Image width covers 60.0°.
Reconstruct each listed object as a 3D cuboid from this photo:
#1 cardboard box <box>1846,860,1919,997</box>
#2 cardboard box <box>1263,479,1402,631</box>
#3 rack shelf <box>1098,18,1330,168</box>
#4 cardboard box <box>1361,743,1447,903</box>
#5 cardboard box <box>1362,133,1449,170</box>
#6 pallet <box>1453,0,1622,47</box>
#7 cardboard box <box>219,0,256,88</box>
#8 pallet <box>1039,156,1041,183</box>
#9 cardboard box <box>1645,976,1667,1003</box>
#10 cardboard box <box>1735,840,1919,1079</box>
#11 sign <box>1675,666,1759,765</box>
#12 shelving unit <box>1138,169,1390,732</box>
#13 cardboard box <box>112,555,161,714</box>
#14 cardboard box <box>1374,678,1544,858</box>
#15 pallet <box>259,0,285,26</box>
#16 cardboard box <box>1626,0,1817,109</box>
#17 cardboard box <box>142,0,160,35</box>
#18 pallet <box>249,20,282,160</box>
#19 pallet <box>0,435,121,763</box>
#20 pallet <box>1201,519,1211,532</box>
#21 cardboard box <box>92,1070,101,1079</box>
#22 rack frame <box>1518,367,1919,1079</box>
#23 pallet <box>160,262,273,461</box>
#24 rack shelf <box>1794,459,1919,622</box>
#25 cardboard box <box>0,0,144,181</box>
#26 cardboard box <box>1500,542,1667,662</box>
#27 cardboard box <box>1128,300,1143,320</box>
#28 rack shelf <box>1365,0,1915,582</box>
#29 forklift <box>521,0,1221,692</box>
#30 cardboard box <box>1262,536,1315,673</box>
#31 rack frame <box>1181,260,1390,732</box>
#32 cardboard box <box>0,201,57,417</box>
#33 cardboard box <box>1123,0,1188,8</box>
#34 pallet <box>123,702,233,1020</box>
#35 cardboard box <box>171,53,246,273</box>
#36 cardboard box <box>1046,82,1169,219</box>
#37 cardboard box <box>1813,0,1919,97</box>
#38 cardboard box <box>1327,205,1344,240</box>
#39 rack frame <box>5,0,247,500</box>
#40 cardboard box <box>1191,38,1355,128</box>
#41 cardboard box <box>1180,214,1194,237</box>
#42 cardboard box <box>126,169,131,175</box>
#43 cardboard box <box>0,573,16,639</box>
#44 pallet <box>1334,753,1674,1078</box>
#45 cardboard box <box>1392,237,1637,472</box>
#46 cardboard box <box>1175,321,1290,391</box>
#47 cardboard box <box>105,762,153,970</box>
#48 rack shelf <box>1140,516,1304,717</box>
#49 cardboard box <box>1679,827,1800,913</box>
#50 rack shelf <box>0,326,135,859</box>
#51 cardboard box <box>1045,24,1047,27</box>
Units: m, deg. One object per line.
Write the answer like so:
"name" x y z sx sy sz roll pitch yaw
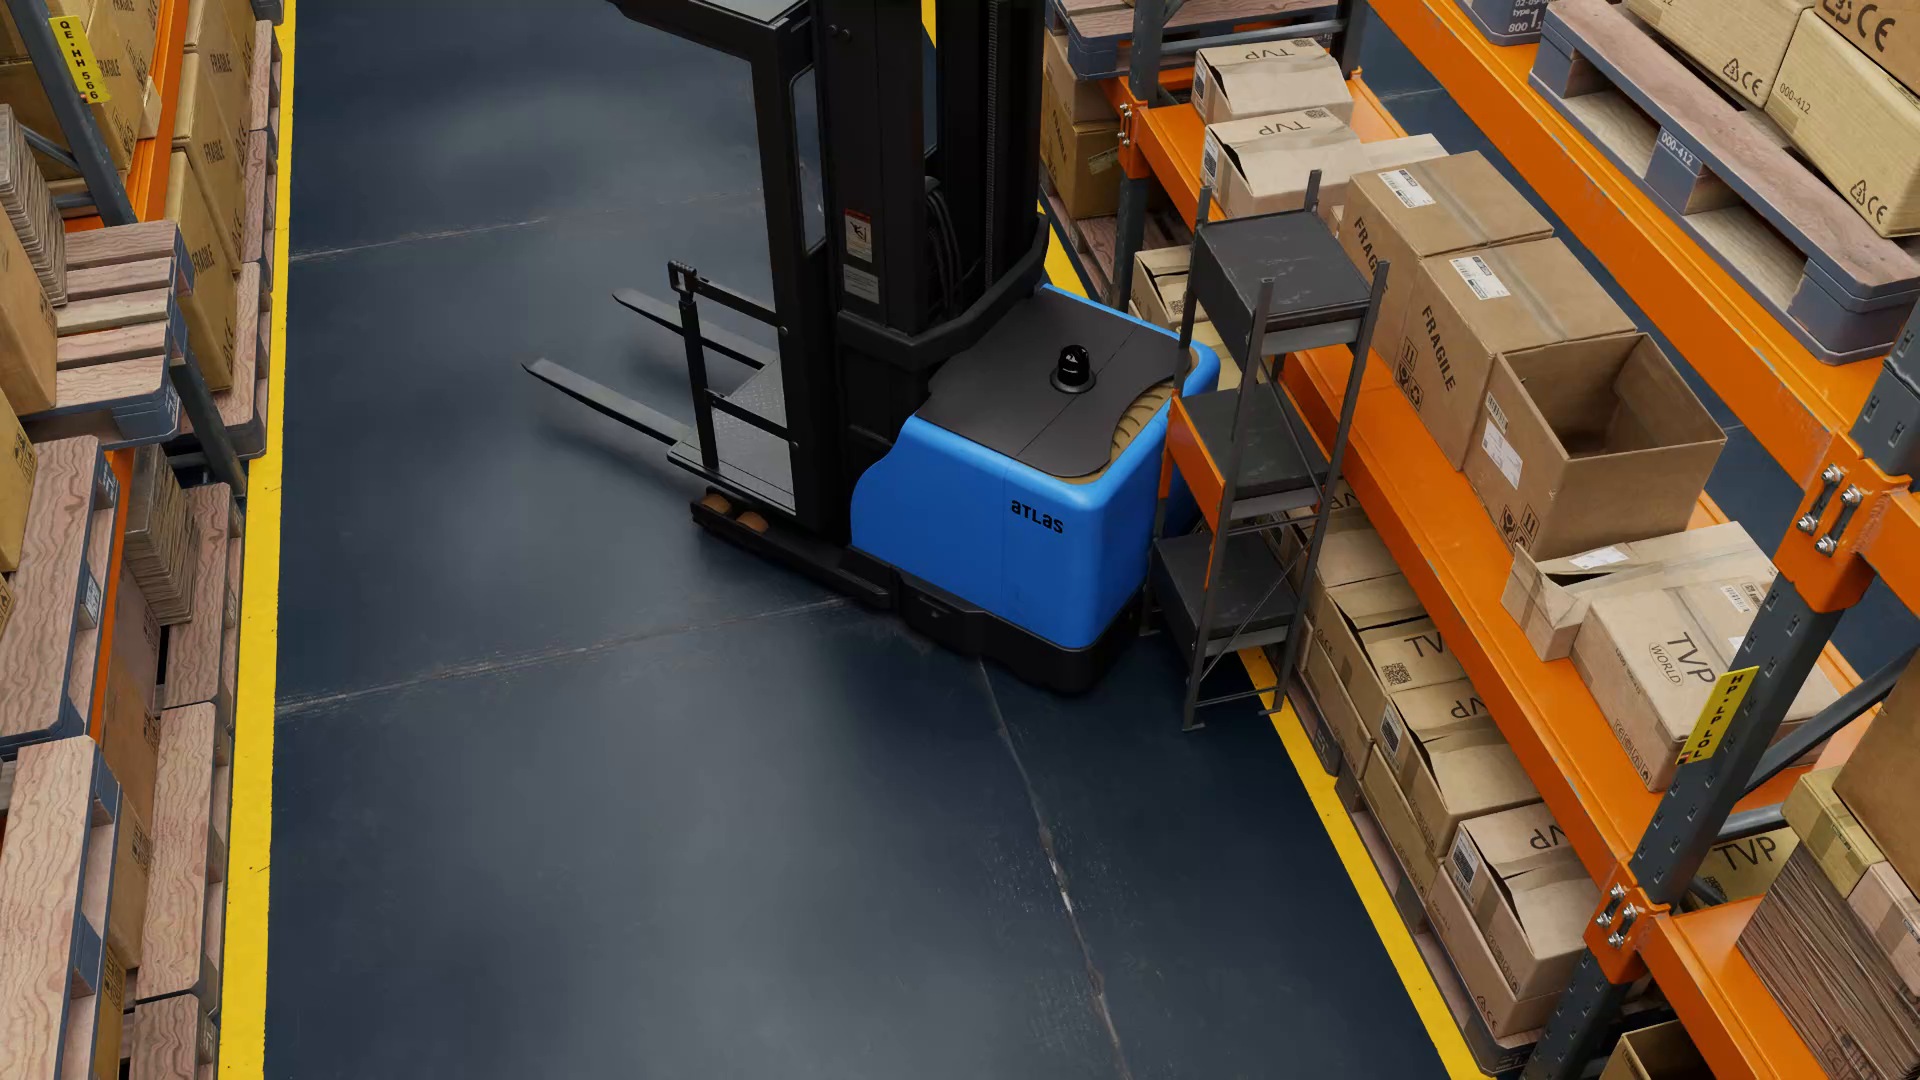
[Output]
"cardboard box" 2.178 0.803 3.589 0.380 0.149 0.250 -10 46 -10
"cardboard box" 1.461 0.012 6.127 0.500 0.311 0.500 -11 47 -11
"rack shelf" 0.696 -3.220 8.560 1.077 0.370 4.000 -11 47 -10
"cardboard box" 1.717 0.903 5.646 0.500 0.250 0.500 -11 47 -11
"cardboard box" 1.705 -1.432 6.480 0.380 0.149 0.250 -11 47 -10
"pallet" 1.757 -1.851 4.746 1.003 0.211 1.213 -9 46 -8
"cardboard box" -4.312 -2.914 8.967 0.750 0.750 0.750 -10 46 -10
"pallet" 0.744 -2.478 9.281 1.003 0.211 1.213 -11 47 -10
"cardboard box" 2.368 1.163 5.392 0.500 0.250 0.500 -12 47 -11
"cardboard box" 2.351 0.941 3.908 0.700 0.500 0.500 -12 47 -11
"sign" 1.710 0.399 3.754 0.100 0.325 0.005 -11 47 -10
"shelving unit" 0.983 -0.216 5.735 0.431 2.100 0.503 -10 47 -11
"cardboard box" -3.326 0.403 5.948 0.700 0.500 0.500 -11 47 -10
"cardboard box" 1.712 0.705 5.448 0.500 0.311 0.500 -10 46 -9
"pallet" -4.723 -3.507 10.290 1.003 0.211 1.213 -11 47 -10
"cardboard box" 1.940 -1.279 3.865 0.500 0.250 0.500 -15 47 -14
"cardboard box" -3.708 -2.417 6.977 0.500 0.500 0.500 -11 47 -10
"pallet" -4.334 -2.449 9.253 1.003 0.211 1.213 -11 47 -10
"pallet" -3.034 0.244 4.796 1.003 0.211 1.213 -11 47 -10
"pallet" 1.381 -0.539 7.381 1.003 0.211 1.213 -11 47 -10
"cardboard box" -2.761 1.795 4.584 0.700 0.500 0.500 -9 46 -9
"rack frame" 2.232 0.671 4.243 1.000 3.000 0.127 -11 47 -10
"pallet" -3.709 -0.764 7.602 1.003 0.211 1.213 -11 47 -10
"rack shelf" 2.744 1.254 2.075 1.077 0.370 4.000 -11 47 -10
"cardboard box" -3.457 -1.711 6.285 0.500 0.500 0.500 -9 46 -9
"cardboard box" 1.829 0.145 4.853 0.396 0.266 0.258 -12 47 -11
"cardboard box" 1.058 -0.860 7.375 0.500 0.250 0.500 -11 47 -10
"rack shelf" 1.720 -1.508 4.782 1.077 0.370 4.000 -11 47 -10
"forklift" -0.525 -1.271 6.194 3.031 2.935 1.130 25 51 23
"cardboard box" 1.457 0.199 6.337 0.500 0.250 0.500 -10 46 -10
"rack frame" 1.047 -0.047 5.572 0.400 2.100 0.015 -10 47 -11
"cardboard box" -3.281 -0.668 5.177 0.700 0.500 0.500 -15 47 -14
"cardboard box" 0.937 -2.687 7.170 0.700 0.500 0.500 -26 51 -23
"pallet" -3.073 1.174 5.702 1.003 0.211 1.213 -11 47 -10
"cardboard box" -3.860 -1.715 7.792 0.750 0.750 0.750 -11 47 -11
"cardboard box" 0.741 -1.973 8.276 0.500 0.500 0.500 -9 46 -9
"cardboard box" 2.112 -1.169 3.232 0.500 0.500 0.500 -10 46 -10
"cardboard box" 1.589 -1.133 6.186 0.380 0.149 0.250 -8 46 -7
"rack frame" -3.580 -1.182 6.059 1.000 3.000 0.127 -11 47 -10
"cardboard box" 1.259 -1.800 6.727 0.500 0.311 0.500 -8 46 -8
"cardboard box" 1.367 -1.736 8.044 0.500 0.500 0.500 -9 46 -9
"cardboard box" -3.496 -1.547 6.578 0.380 0.149 0.250 -10 46 -10
"cardboard box" -2.988 0.197 4.330 0.700 0.500 0.500 -5 46 -5
"pallet" 2.005 1.145 5.730 1.003 0.211 1.213 -11 47 -10
"cardboard box" 1.788 -0.607 5.425 0.500 0.500 0.500 -11 47 -10
"cardboard box" 1.200 -0.695 6.820 0.500 0.311 0.500 -12 47 -11
"cardboard box" -3.033 1.088 5.277 0.700 0.500 0.500 -10 46 -10
"rack shelf" 0.973 0.282 6.246 0.431 0.518 0.480 -10 47 -11
"cardboard box" 2.367 0.959 5.199 0.500 0.311 0.500 -11 47 -10
"rack shelf" -3.068 0.450 4.963 1.077 0.370 4.000 -11 47 -10
"cardboard box" 0.469 -2.691 8.980 0.500 0.500 0.500 -12 47 -12
